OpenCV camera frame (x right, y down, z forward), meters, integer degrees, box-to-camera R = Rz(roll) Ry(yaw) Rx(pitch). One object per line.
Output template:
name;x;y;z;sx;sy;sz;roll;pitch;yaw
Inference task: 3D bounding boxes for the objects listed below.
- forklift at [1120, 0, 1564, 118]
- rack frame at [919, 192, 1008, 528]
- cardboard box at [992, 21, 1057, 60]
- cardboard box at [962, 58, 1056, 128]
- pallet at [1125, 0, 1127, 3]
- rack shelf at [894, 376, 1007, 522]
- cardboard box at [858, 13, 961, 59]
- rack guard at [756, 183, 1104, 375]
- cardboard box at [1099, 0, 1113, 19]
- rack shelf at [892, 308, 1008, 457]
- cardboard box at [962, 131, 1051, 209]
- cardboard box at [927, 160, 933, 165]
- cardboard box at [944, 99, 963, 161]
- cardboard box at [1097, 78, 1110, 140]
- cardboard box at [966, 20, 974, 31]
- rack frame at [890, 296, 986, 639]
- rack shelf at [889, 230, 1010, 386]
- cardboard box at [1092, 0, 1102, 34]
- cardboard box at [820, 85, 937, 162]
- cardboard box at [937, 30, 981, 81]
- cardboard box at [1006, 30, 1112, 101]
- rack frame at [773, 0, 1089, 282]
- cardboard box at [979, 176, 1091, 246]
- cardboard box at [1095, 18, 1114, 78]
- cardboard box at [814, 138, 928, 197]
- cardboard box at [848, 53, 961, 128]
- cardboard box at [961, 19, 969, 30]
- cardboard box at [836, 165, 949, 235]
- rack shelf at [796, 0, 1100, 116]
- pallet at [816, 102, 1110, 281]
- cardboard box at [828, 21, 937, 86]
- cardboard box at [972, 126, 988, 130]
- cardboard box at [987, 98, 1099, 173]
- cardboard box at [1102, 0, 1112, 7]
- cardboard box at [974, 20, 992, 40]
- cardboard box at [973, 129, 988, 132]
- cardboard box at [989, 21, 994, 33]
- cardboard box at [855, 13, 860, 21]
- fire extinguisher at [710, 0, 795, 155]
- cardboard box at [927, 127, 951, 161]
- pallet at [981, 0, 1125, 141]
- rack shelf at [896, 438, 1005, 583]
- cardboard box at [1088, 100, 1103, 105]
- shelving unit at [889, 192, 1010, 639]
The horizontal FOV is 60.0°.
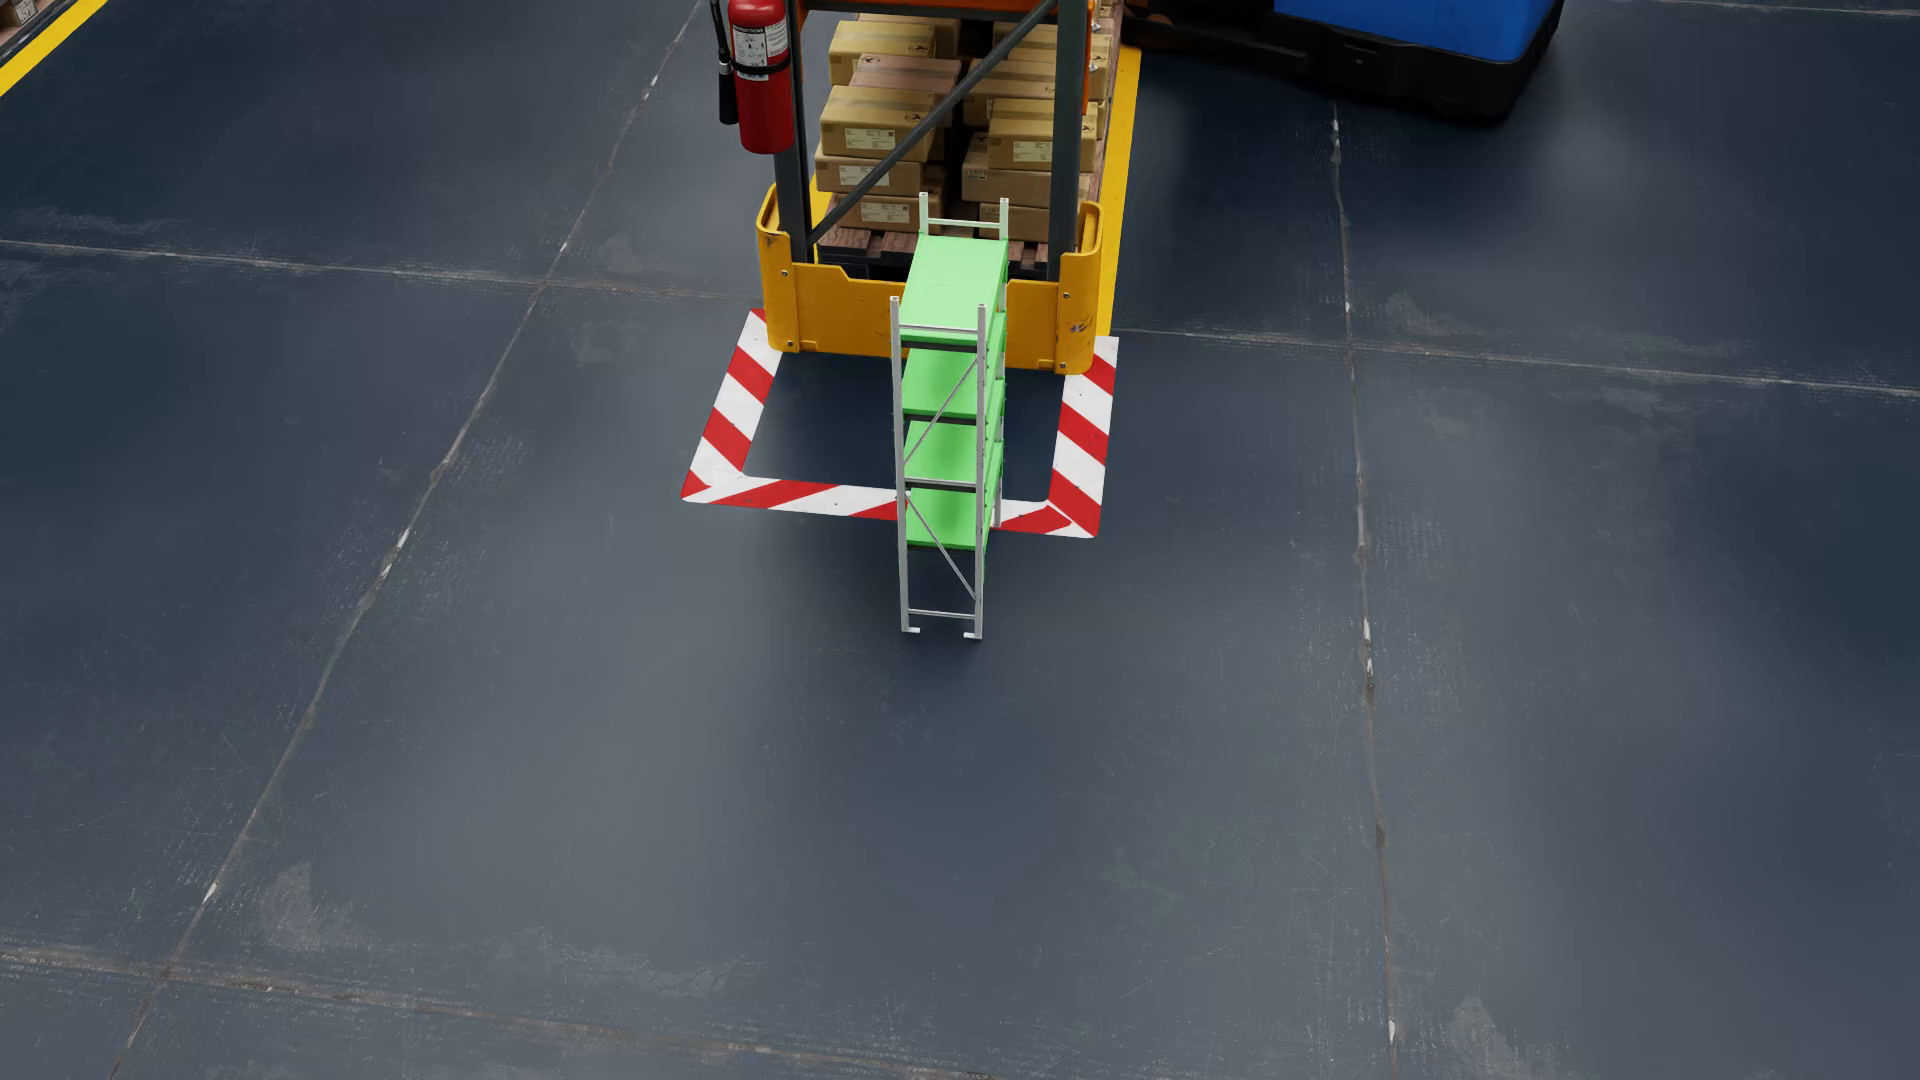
forklift;1.200;-3.590;6.910;3.031;2.935;1.130;20;47;20
rack frame;0.010;-0.489;4.894;0.240;1.200;0.015;5;44;6
cardboard box;0.325;-1.978;6.493;0.380;0.149;0.250;3;44;3
cardboard box;0.214;-1.641;6.137;0.380;0.149;0.250;6;44;6
pallet;0.366;-3.036;8.302;1.003;0.211;1.213;5;44;6
rack shelf;-0.022;-0.276;4.762;0.258;0.148;0.480;5;44;6
cardboard box;-0.195;-2.025;6.542;0.380;0.149;0.250;4;44;4
rack guard;-0.099;-0.927;5.865;1.175;0.500;0.348;5;44;6
cardboard box;0.468;-2.284;7.248;0.380;0.149;0.250;5;44;6
rack shelf;-0.022;-0.451;4.597;0.258;0.148;0.480;5;44;6
cardboard box;0.214;-1.342;6.037;0.380;0.149;0.250;7;44;7
cardboard box;-0.313;-1.462;6.381;0.380;0.149;0.250;6;44;7
cardboard box;-0.193;-1.635;6.563;0.380;0.149;0.250;5;44;5
cardboard box;0.399;-1.748;6.683;0.380;0.149;0.250;6;44;6
cardboard box;-0.145;-2.168;7.126;0.380;0.149;0.250;6;44;6
rack frame;-0.054;-0.156;4.543;0.240;1.200;0.015;5;44;6
rack shelf;-0.022;-0.625;4.432;0.258;0.148;0.480;5;44;6
cardboard box;0.371;-2.166;6.691;0.380;0.149;0.250;7;44;7
cardboard box;-0.291;-1.500;5.988;0.380;0.149;0.250;6;44;6
cardboard box;-0.118;-1.922;6.650;0.380;0.149;0.250;5;44;5
cardboard box;0.374;-1.801;6.306;0.380;0.149;0.250;5;44;5
rack frame;-0.109;-1.783;4.951;1.000;3.000;0.127;5;44;6
cardboard box;0.277;-1.228;6.134;0.380;0.149;0.250;6;44;6
cardboard box;0.457;-2.093;7.046;0.380;0.149;0.250;3;44;3
cardboard box;-0.323;-1.394;6.092;0.380;0.149;0.250;4;44;4
cardboard box;-0.201;-1.666;6.163;0.380;0.149;0.250;6;44;6
cardboard box;-0.148;-2.275;7.023;0.380;0.149;0.250;7;44;8
cardboard box;-0.247;-1.278;6.186;0.380;0.149;0.250;6;44;6
rack shelf;0.155;-2.885;6.638;1.077;0.370;4.000;5;44;6
pallet;0.043;-1.373;6.546;1.003;0.211;1.213;5;44;6
cardboard box;-0.292;-1.854;6.362;0.380;0.149;0.250;4;44;5
cardboard box;0.251;-1.698;6.414;0.380;0.149;0.250;6;44;6
cardboard box;0.297;-1.442;5.927;0.380;0.149;0.250;3;44;4
cardboard box;0.451;-2.341;6.876;0.380;0.149;0.250;6;44;6
cardboard box;-0.038;-2.333;7.301;0.380;0.149;0.250;6;44;7
cardboard box;0.257;-1.584;6.509;0.380;0.149;0.250;6;44;6
cardboard box;0.328;-2.241;6.987;0.380;0.149;0.250;7;44;8
cardboard box;-0.215;-2.213;6.741;0.380;0.149;0.250;7;44;7
fire extinguisher;-0.600;-1.490;4.969;0.296;0.674;0.183;5;44;6
cardboard box;-0.235;-1.567;6.275;0.380;0.149;0.250;4;44;5
pallet;0.207;-2.202;7.422;1.003;0.211;1.213;5;44;6
rack shelf;-0.022;-0.102;4.927;0.258;0.148;0.480;5;44;6
cardboard box;0.393;-1.863;6.588;0.380;0.149;0.250;7;44;7
shelving unit;-0.022;-0.323;4.718;0.258;1.200;0.503;5;44;6
